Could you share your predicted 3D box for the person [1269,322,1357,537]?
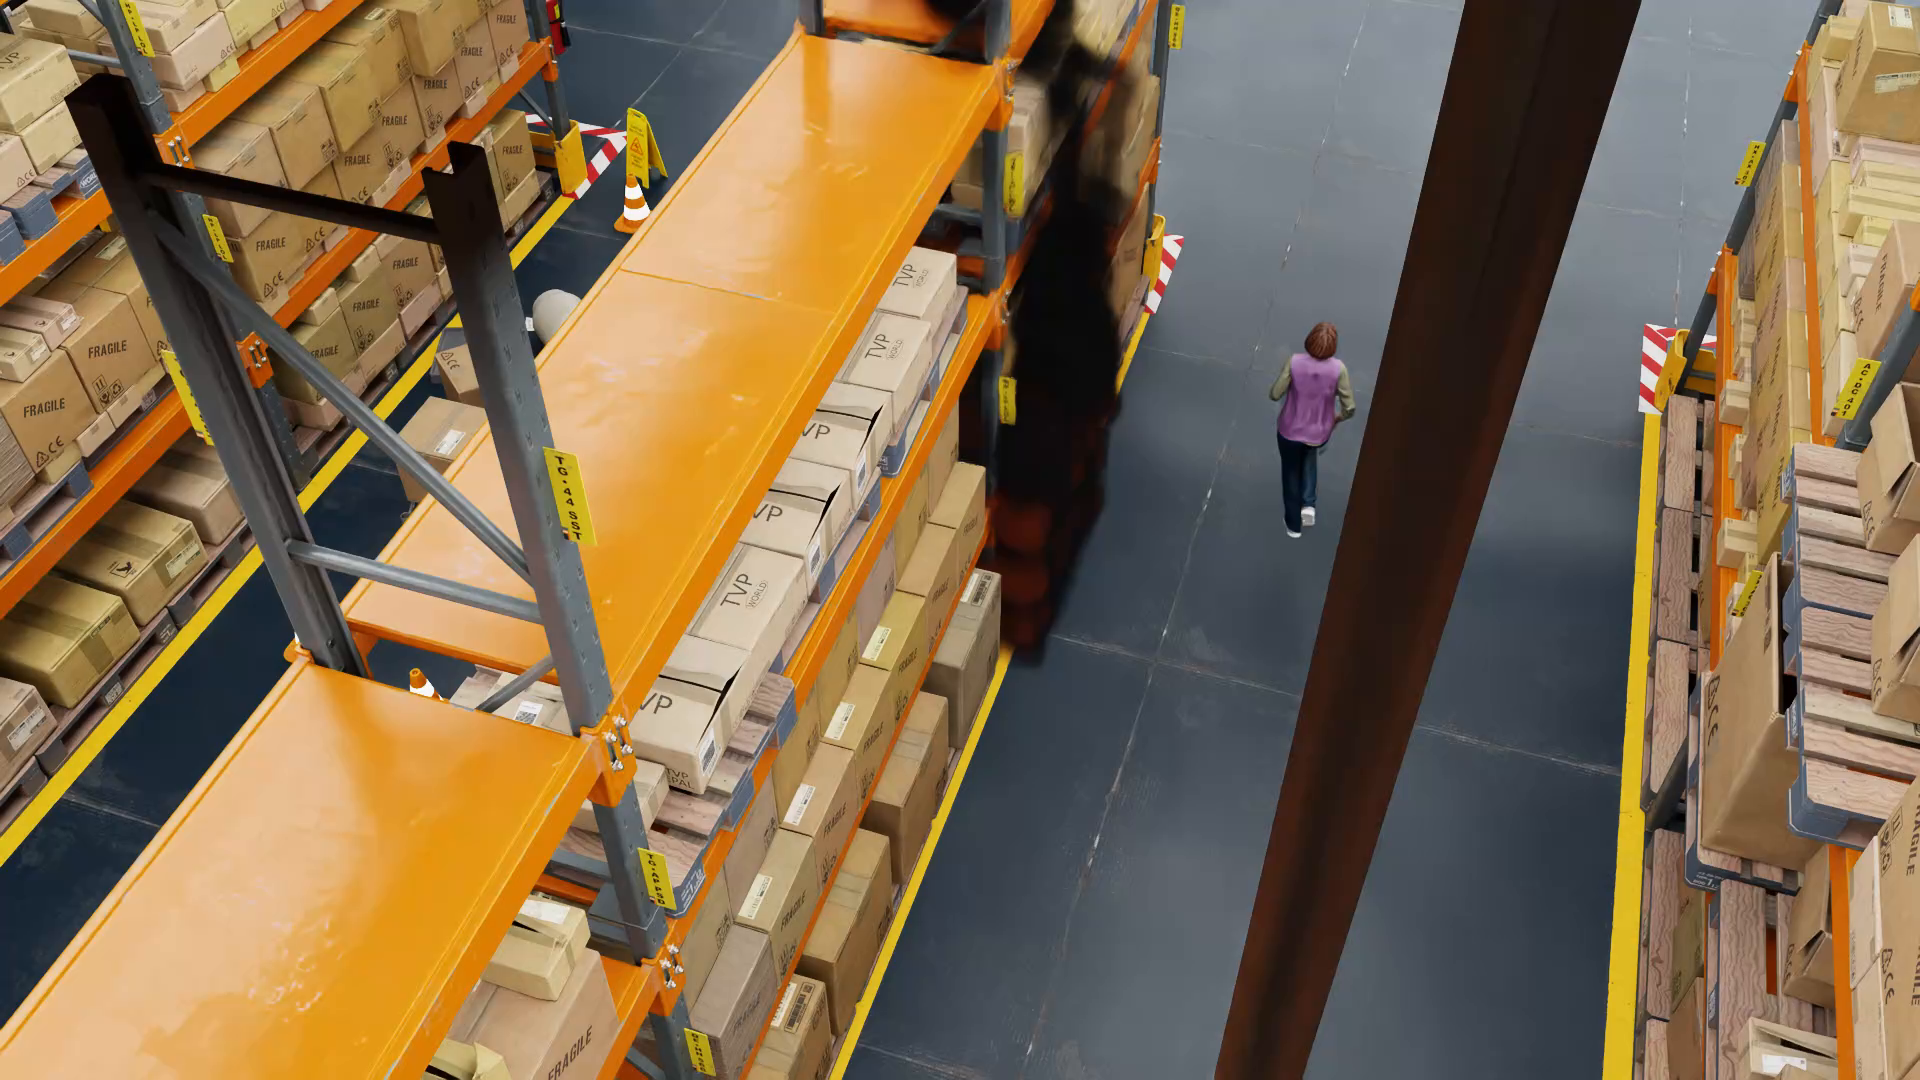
[{"bbox_3d":[2.147,-0.695,10.376,0.521,1.495,0.530,5,46,5],"label":"person"}]
